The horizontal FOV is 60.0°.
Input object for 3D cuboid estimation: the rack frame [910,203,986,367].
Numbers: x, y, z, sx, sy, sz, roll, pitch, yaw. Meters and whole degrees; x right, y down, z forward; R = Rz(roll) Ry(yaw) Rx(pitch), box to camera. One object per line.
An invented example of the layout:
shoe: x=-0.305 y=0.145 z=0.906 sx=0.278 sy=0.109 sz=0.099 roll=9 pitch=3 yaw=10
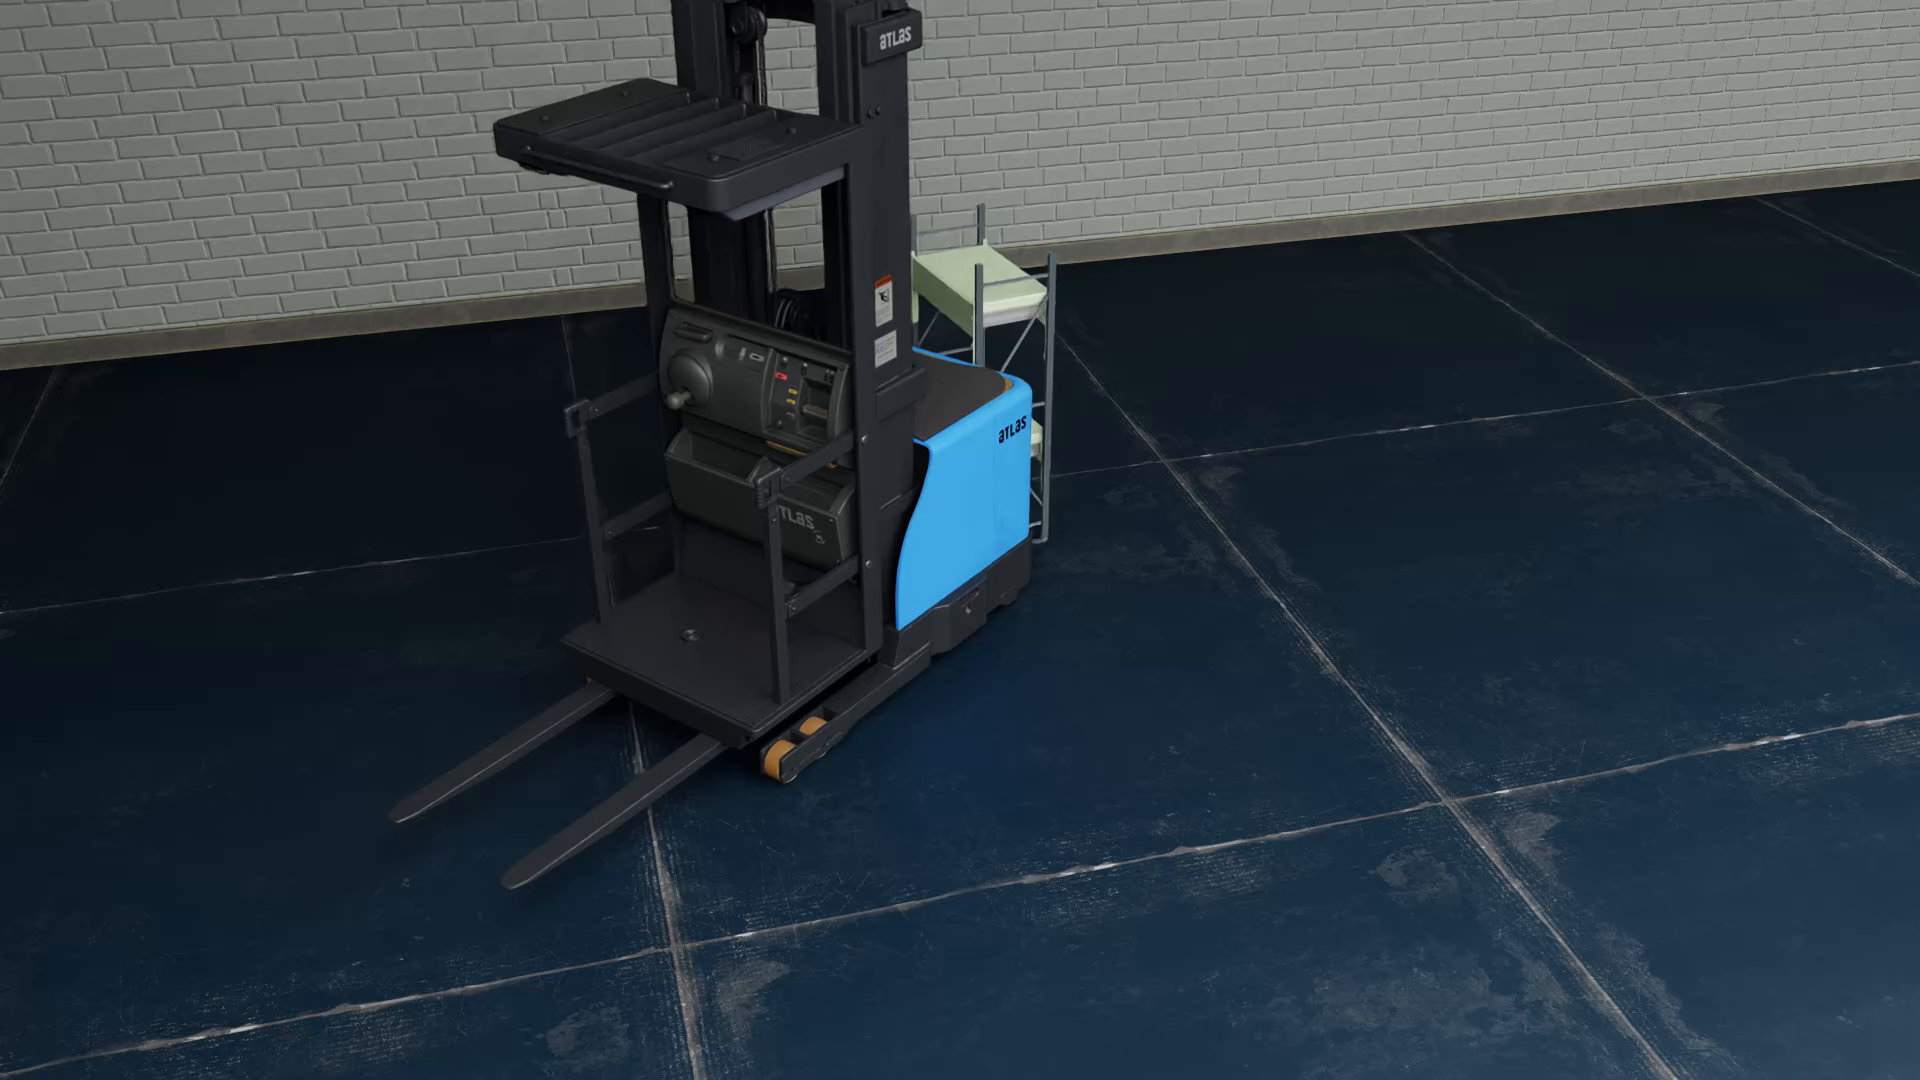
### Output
rack frame: x=-0.062 y=-0.942 z=8.381 sx=0.400 sy=1.500 sz=0.023 roll=-13 pitch=33 yaw=-22

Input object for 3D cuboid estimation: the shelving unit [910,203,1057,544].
shelving unit: x=0.094 y=-0.776 z=8.094 sx=0.431 sy=1.500 sz=0.755 roll=-13 pitch=33 yaw=-22

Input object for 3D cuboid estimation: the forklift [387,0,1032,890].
forklift: x=-0.935 y=-0.584 z=6.333 sx=1.130 sy=2.935 sz=3.031 roll=20 pitch=36 yaw=30

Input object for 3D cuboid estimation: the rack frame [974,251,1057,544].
rack frame: x=0.250 y=-0.611 z=7.808 sx=0.400 sy=1.500 sz=0.023 roll=-13 pitch=33 yaw=-22

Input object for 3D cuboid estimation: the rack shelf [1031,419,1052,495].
rack shelf: x=0.094 y=-0.494 z=8.258 sx=0.431 sy=0.370 sz=0.720 roll=-13 pitch=33 yaw=-22

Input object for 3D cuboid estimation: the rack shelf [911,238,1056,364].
rack shelf: x=0.094 y=-1.114 z=7.899 sx=0.431 sy=0.370 sz=0.720 roll=-13 pitch=33 yaw=-22
